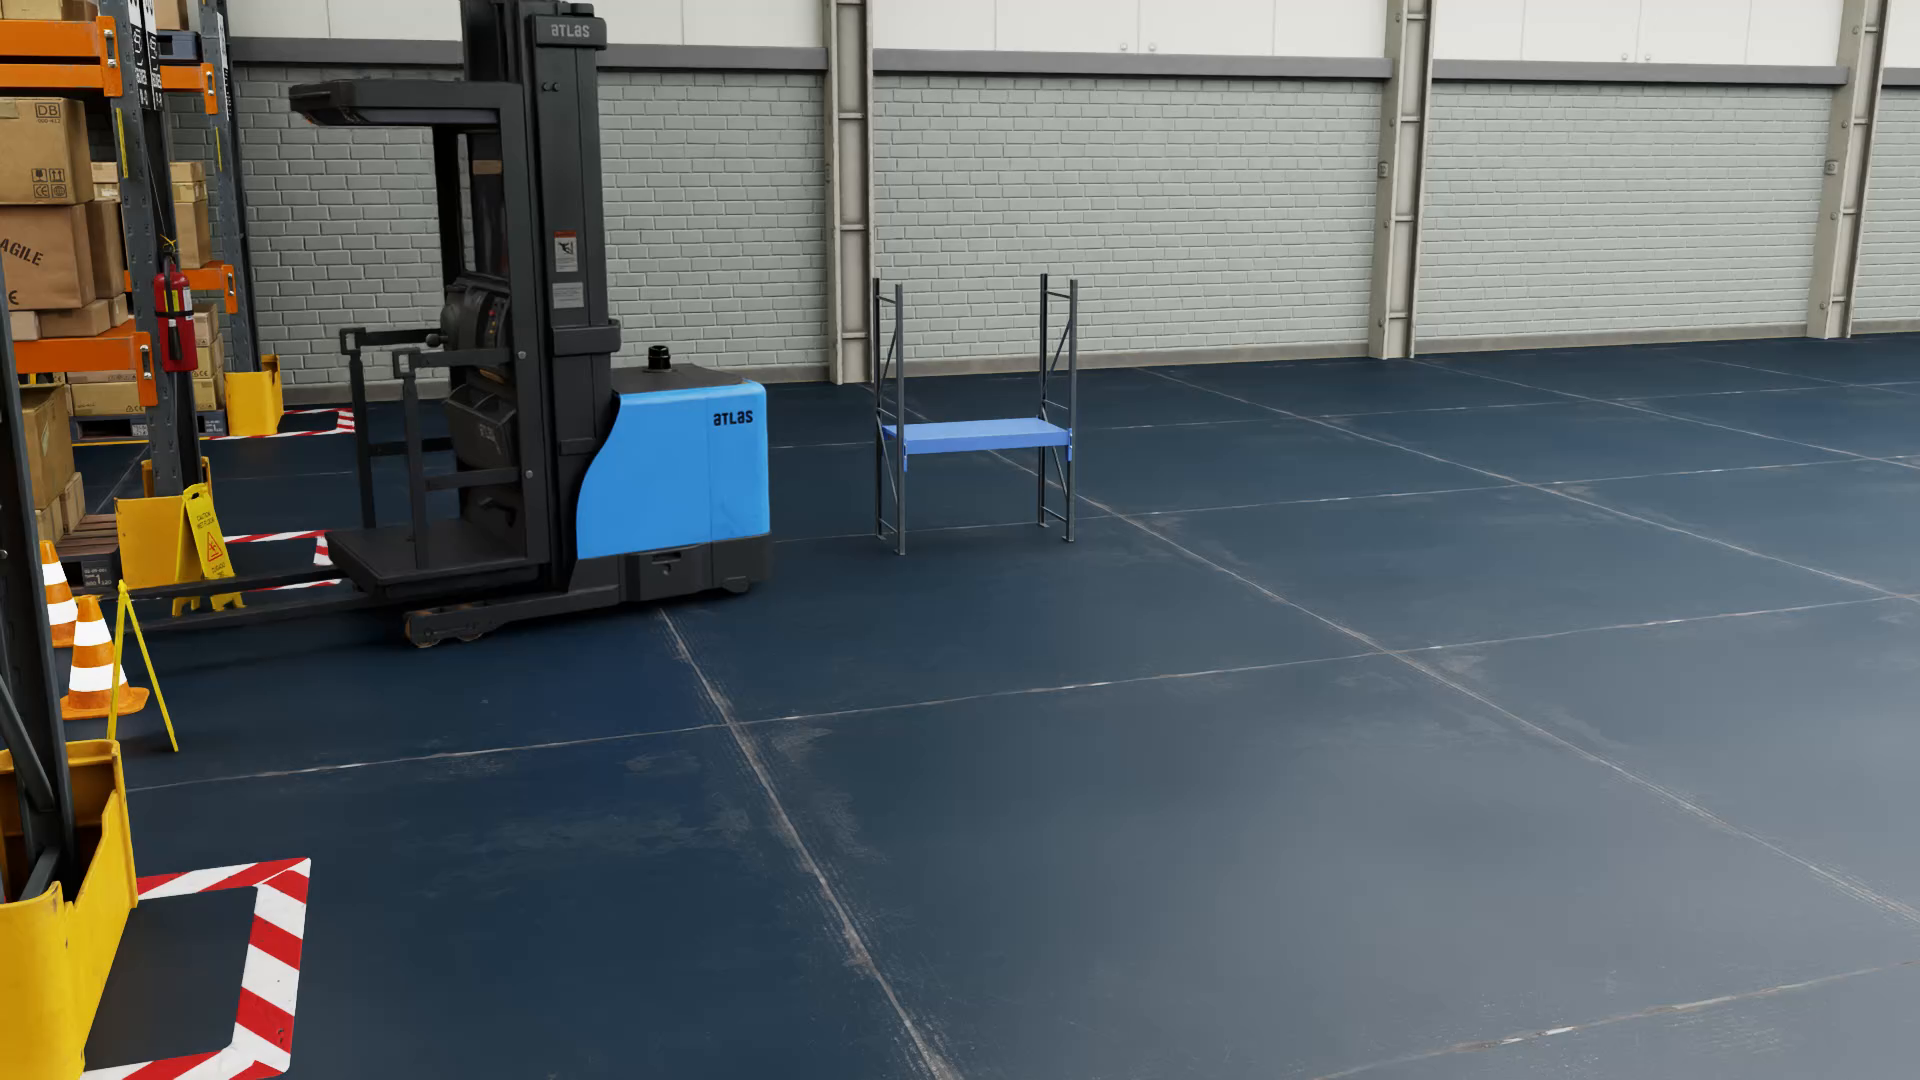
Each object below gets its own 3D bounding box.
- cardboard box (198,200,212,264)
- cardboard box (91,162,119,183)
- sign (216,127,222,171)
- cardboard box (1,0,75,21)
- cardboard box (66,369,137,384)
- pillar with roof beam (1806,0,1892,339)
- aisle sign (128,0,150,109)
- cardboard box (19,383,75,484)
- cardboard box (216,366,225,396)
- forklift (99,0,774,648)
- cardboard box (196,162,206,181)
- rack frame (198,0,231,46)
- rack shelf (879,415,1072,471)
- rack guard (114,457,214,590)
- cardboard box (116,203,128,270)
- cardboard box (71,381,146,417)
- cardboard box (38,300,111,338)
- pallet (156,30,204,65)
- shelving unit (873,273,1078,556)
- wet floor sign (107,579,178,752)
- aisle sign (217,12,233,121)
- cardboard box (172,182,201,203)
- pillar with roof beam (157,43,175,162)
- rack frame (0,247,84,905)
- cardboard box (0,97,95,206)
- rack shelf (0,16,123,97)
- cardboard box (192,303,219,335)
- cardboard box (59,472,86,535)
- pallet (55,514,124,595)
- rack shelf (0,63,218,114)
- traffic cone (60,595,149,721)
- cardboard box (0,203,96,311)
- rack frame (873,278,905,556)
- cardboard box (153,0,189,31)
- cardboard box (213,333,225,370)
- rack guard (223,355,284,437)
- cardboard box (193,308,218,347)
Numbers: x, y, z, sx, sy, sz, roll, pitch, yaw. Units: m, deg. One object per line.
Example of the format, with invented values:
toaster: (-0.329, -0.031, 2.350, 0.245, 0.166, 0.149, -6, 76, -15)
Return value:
cardboard box: (-6.335, -2.478, 13.362, 0.500, 0.500, 0.500, -4, 14, -16)
cardboard box: (-6.513, -2.791, 12.634, 0.250, 0.149, 0.380, -4, 14, -17)
sign: (-5.617, -2.963, 12.605, 0.005, 0.325, 0.100, -4, 14, -18)
cardboard box: (-4.440, -2.566, 8.009, 0.250, 0.149, 0.380, -4, 14, -18)
cardboard box: (-6.618, -1.376, 12.898, 0.500, 0.250, 0.500, -5, 14, -19)
pillar with roof beam: (11.708, -5.854, 14.808, 0.400, 9.000, 9.100, -4, 14, -18)
aisle sign: (-4.039, -2.522, 8.147, 0.004, 0.787, 0.394, -4, 14, -18)
cardboard box: (-5.066, -0.547, 8.875, 0.500, 0.500, 0.500, -5, 14, -20)
cardboard box: (-6.305, -1.278, 13.569, 0.500, 0.250, 0.500, -4, 14, -18)
forklift: (-2.475, -1.074, 7.823, 3.031, 2.935, 1.130, -8, 16, -32)
cardboard box: (-6.164, -2.936, 13.243, 0.250, 0.149, 0.380, -5, 14, -19)
rack frame: (-5.777, -5.324, 12.577, 0.127, 3.000, 1.000, -4, 14, -18)
rack shelf: (0.081, -0.561, 9.537, 1.000, 0.185, 0.538, -4, 14, -18)
rack guard: (-4.263, -0.095, 8.961, 0.348, 0.500, 1.175, -4, 14, -18)
cardboard box: (-6.655, -2.323, 12.713, 0.500, 0.500, 0.500, -4, 14, -16)
cardboard box: (-6.596, -1.133, 12.958, 0.500, 0.250, 0.500, -4, 14, -18)
cardboard box: (-4.477, -1.120, 8.412, 0.250, 0.149, 0.380, -4, 14, -16)
pallet: (-6.456, -3.775, 12.739, 1.213, 0.211, 1.003, -4, 14, -18)
shelving unit: (0.081, -0.736, 9.496, 1.048, 1.500, 0.538, -4, 14, -18)
wet floor sign: (-3.120, 0.471, 6.270, 0.232, 0.644, 0.267, -7, 15, -28)
aisle sign: (-5.621, -3.610, 12.720, 0.004, 0.787, 0.394, -4, 14, -18)
cardboard box: (-6.016, -2.682, 12.819, 0.250, 0.149, 0.380, -4, 14, -17)
pillar with roof beam: (-5.352, -4.526, 9.223, 0.400, 9.000, 9.100, -4, 14, -18)
rack frame: (-2.516, -0.238, 4.163, 0.127, 3.000, 1.000, -4, 14, -18)
cardboard box: (-4.605, -1.911, 8.174, 0.500, 0.500, 0.700, -5, 14, -19)
rack shelf: (-6.086, -2.278, 7.811, 4.000, 0.370, 1.077, -4, 14, -18)
cardboard box: (-6.293, -1.764, 13.451, 0.500, 0.250, 0.500, -5, 14, -19)
cardboard box: (-5.043, -0.184, 8.970, 0.500, 0.250, 0.500, -5, 14, -19)
pallet: (-5.044, 0.098, 8.775, 1.213, 0.211, 1.003, -4, 14, -18)
rack shelf: (-7.673, -3.367, 12.387, 4.000, 0.370, 1.077, -4, 14, -18)
traffic cone: (-3.510, 0.451, 6.748, 0.334, 0.463, 0.336, -4, 14, -18)
cardboard box: (-4.617, -1.409, 8.227, 0.500, 0.500, 0.500, -5, 14, -19)
rack frame: (-0.401, -0.698, 9.338, 0.032, 1.500, 0.500, -4, 14, -18)
cardboard box: (-6.119, -4.080, 12.491, 0.500, 0.500, 0.500, -4, 14, -16)
cardboard box: (-6.289, -1.526, 13.529, 0.500, 0.250, 0.500, -4, 14, -17)
rack guard: (-5.755, -1.191, 13.568, 0.348, 0.500, 1.175, -4, 14, -18)
cardboard box: (-6.114, -1.656, 12.995, 0.500, 0.250, 0.500, -4, 14, -16)
